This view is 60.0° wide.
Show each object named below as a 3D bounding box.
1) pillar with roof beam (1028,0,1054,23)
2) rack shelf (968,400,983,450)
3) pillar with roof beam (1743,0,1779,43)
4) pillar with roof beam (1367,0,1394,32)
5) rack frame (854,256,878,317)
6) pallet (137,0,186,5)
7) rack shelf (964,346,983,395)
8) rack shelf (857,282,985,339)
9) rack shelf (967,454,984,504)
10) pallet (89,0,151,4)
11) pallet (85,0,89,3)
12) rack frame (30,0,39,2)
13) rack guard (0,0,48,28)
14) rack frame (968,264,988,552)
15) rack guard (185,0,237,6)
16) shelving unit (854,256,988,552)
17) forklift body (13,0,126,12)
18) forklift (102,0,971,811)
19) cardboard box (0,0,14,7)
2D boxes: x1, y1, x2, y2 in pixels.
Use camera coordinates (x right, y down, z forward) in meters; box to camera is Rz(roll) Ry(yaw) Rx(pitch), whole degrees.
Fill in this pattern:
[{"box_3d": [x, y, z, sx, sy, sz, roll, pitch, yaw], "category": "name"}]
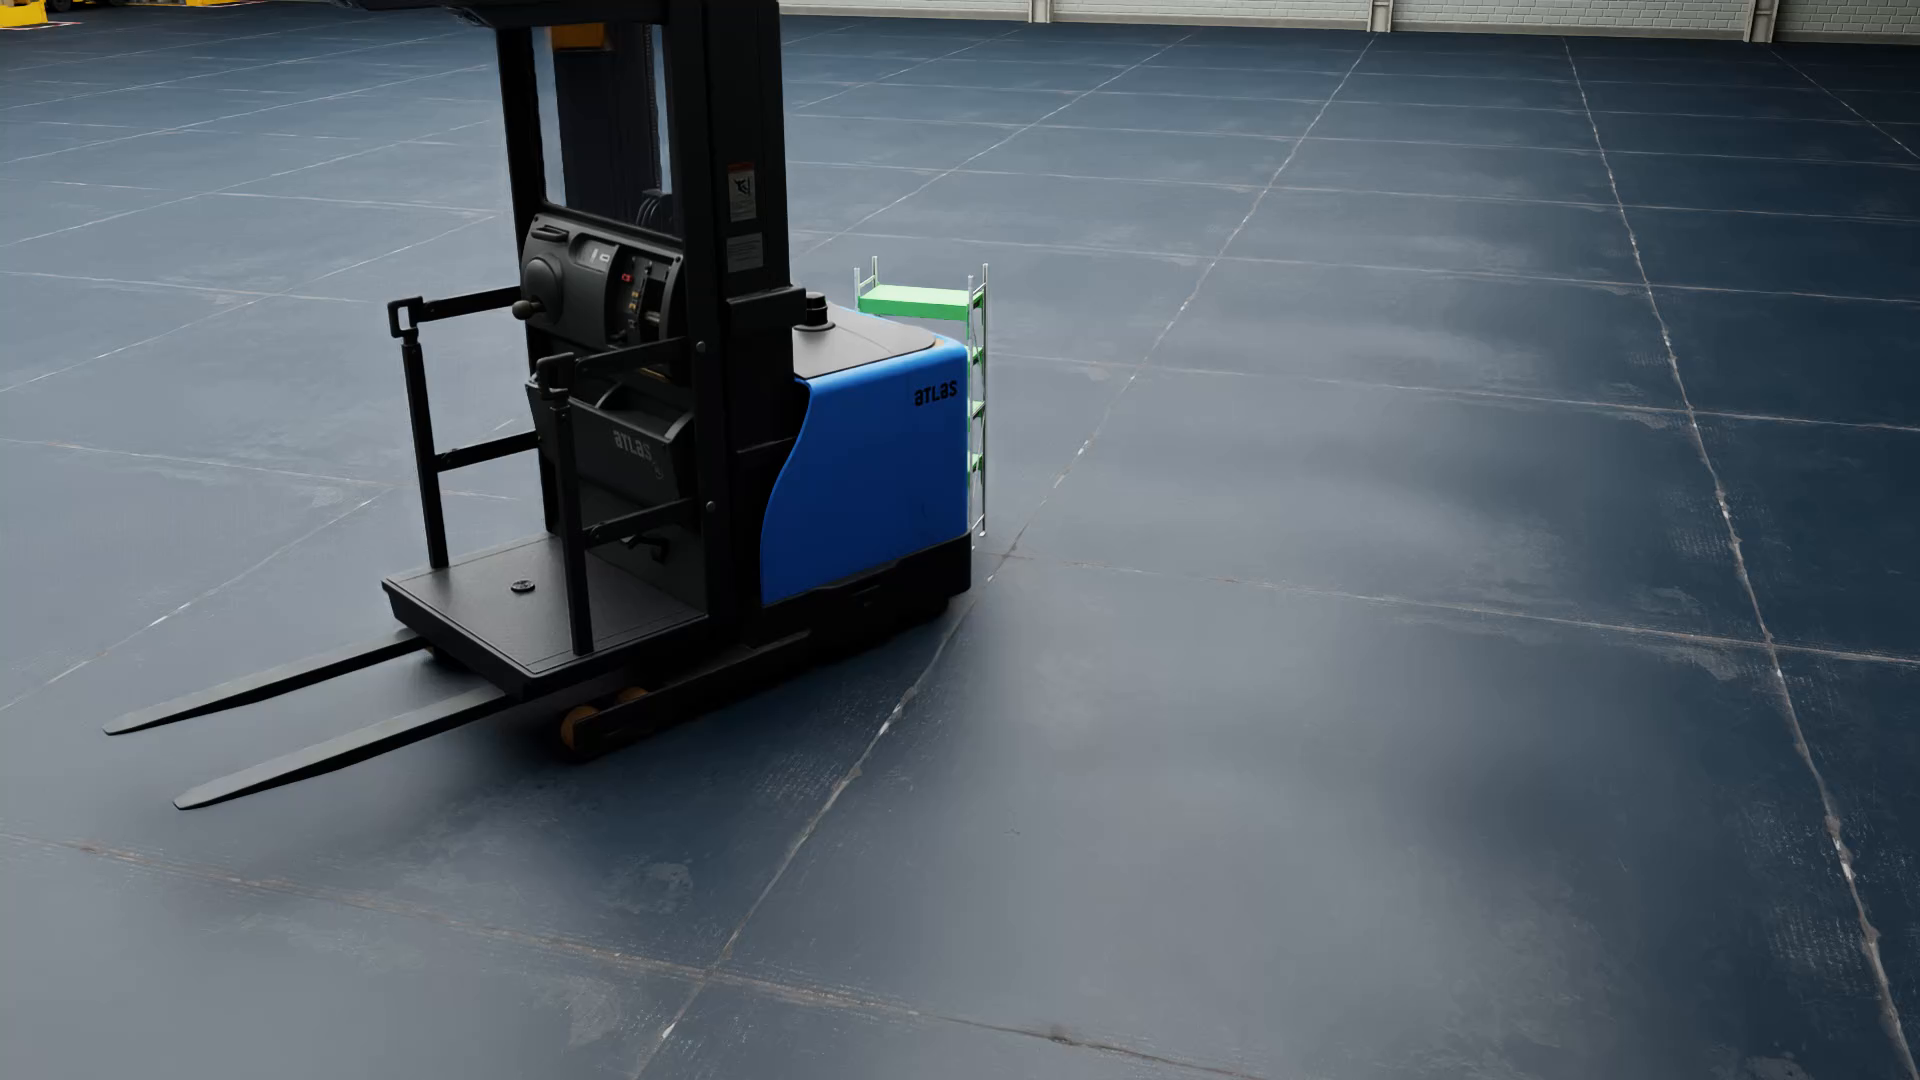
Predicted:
[{"box_3d": [0.232, -12.024, 24.726, 0.400, 9.000, 9.100, 7, 23, 16], "category": "pillar with roof beam"}, {"box_3d": [-0.158, -0.514, 7.111, 0.480, 0.148, 0.258, 7, 23, 16], "category": "rack shelf"}, {"box_3d": [11.721, -10.709, 21.519, 0.400, 9.000, 9.100, 7, 23, 16], "category": "pillar with roof beam"}, {"box_3d": [5.976, -11.366, 23.123, 0.400, 9.000, 9.100, 7, 23, 16], "category": "pillar with roof beam"}, {"box_3d": [-0.392, -0.600, 7.152, 0.015, 1.200, 0.240, 7, 23, 16], "category": "rack frame"}, {"box_3d": [-16.095, -11.161, 34.200, 1.213, 0.211, 1.003, 7, 23, 16], "category": "pallet"}, {"box_3d": [-0.158, -0.736, 7.020, 0.480, 0.148, 0.258, 7, 23, 16], "category": "rack shelf"}, {"box_3d": [-0.158, -0.958, 6.929, 0.480, 0.148, 0.258, 7, 23, 16], "category": "rack shelf"}, {"box_3d": [-0.158, -0.292, 7.202, 0.480, 0.148, 0.258, 7, 23, 16], "category": "rack shelf"}, {"box_3d": [-17.259, -11.295, 34.528, 1.213, 0.211, 1.003, 7, 23, 15], "category": "pallet"}, {"box_3d": [-18.431, -11.428, 34.852, 1.213, 0.211, 1.003, 7, 23, 16], "category": "pallet"}, {"box_3d": [-16.781, -10.578, 29.106, 0.127, 3.000, 1.000, 7, 23, 16], "category": "rack frame"}, {"box_3d": [-16.854, -9.430, 29.601, 0.348, 0.500, 1.175, 7, 23, 16], "category": "rack guard"}, {"box_3d": [0.075, -0.547, 7.021, 0.015, 1.200, 0.240, 7, 23, 16], "category": "rack frame"}, {"box_3d": [-15.328, -11.223, 33.972, 0.348, 0.500, 1.175, 7, 23, 16], "category": "rack guard"}, {"box_3d": [-0.158, -0.573, 7.087, 0.503, 1.200, 0.258, 7, 23, 16], "category": "shelving unit"}, {"box_3d": [-17.693, -11.535, 32.556, 1.214, 2.155, 2.313, 7, 23, 16], "category": "forklift body"}, {"box_3d": [-1.374, -0.859, 5.503, 3.031, 2.935, 1.130, -20, 29, -39], "category": "forklift"}, {"box_3d": [-17.473, -9.689, 30.009, 0.500, 0.250, 0.500, 6, 23, 15], "category": "cardboard box"}]
